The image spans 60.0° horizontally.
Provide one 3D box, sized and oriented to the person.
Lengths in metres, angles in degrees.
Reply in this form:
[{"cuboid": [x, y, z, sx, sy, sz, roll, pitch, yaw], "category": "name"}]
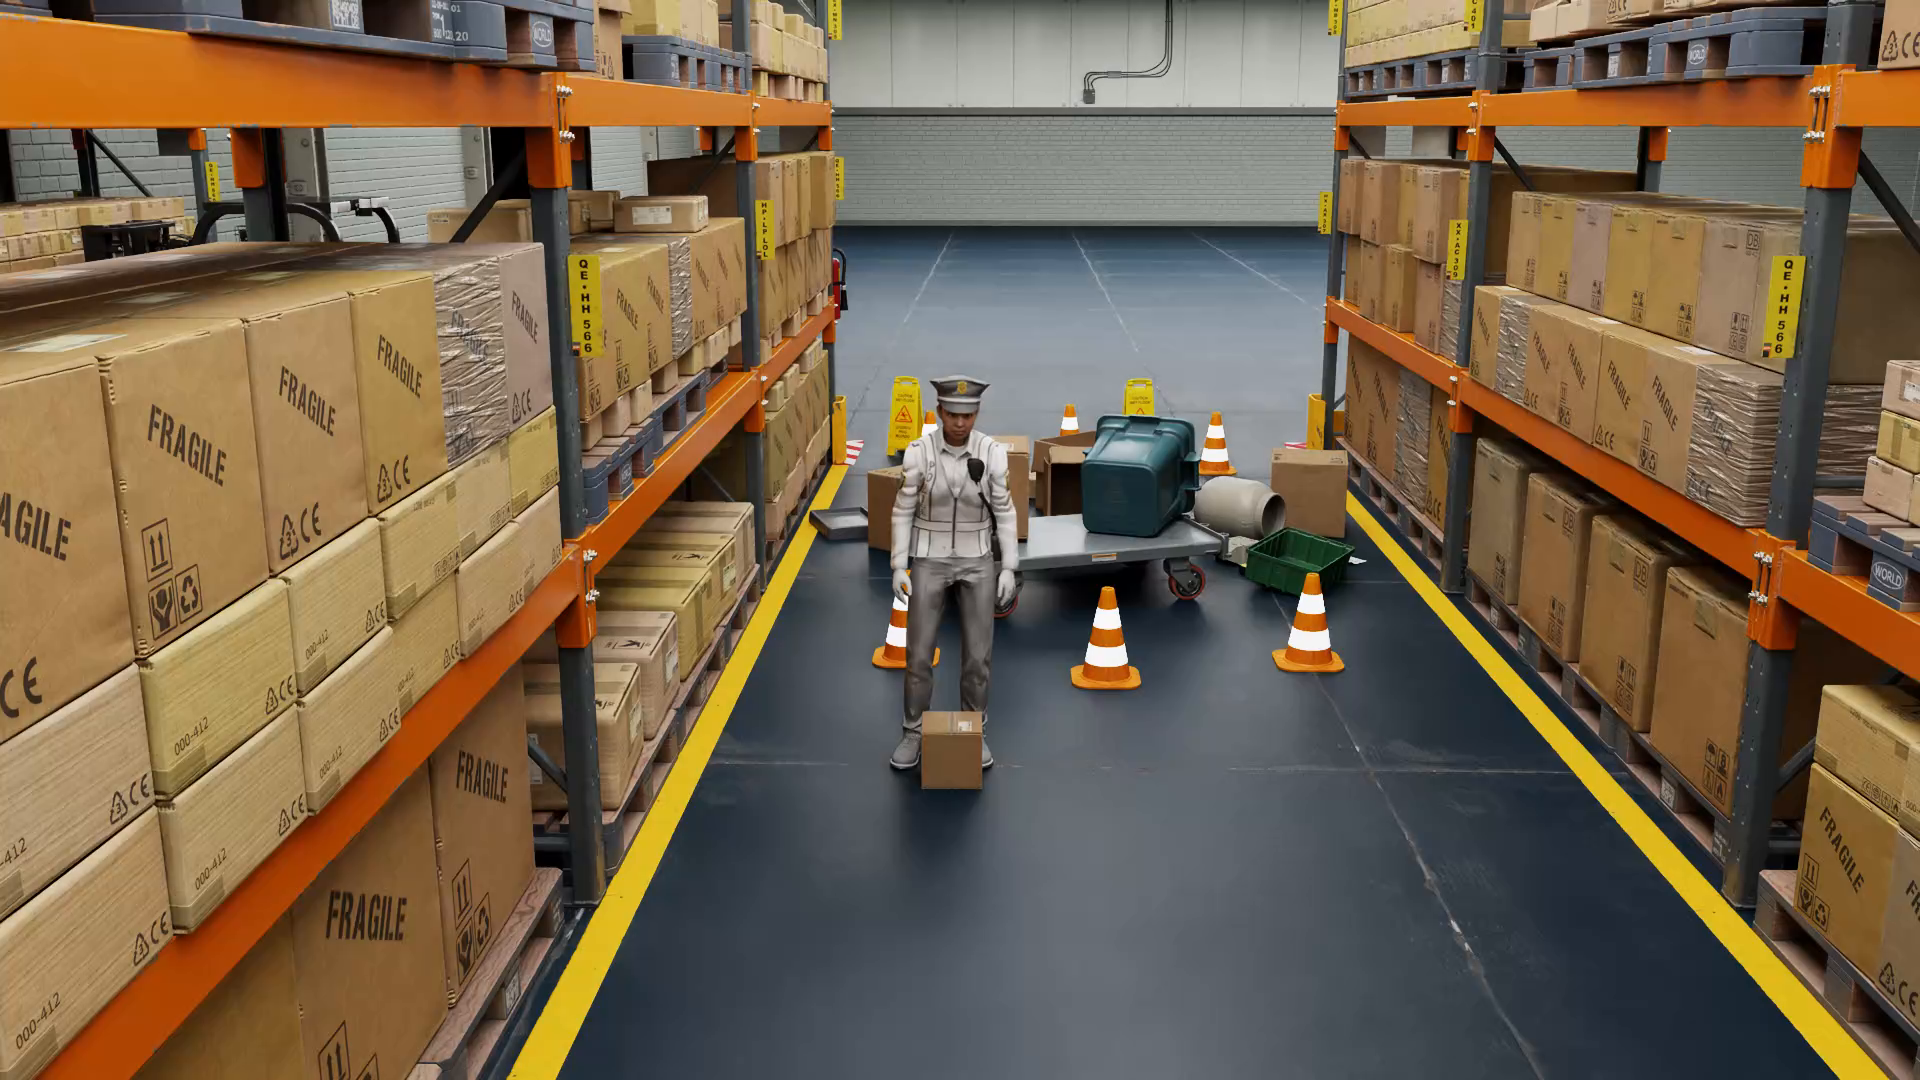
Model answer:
[{"cuboid": [-0.026, 0.128, 6.972, 0.547, 1.667, 0.369, 0, 14, -1], "category": "person"}]
